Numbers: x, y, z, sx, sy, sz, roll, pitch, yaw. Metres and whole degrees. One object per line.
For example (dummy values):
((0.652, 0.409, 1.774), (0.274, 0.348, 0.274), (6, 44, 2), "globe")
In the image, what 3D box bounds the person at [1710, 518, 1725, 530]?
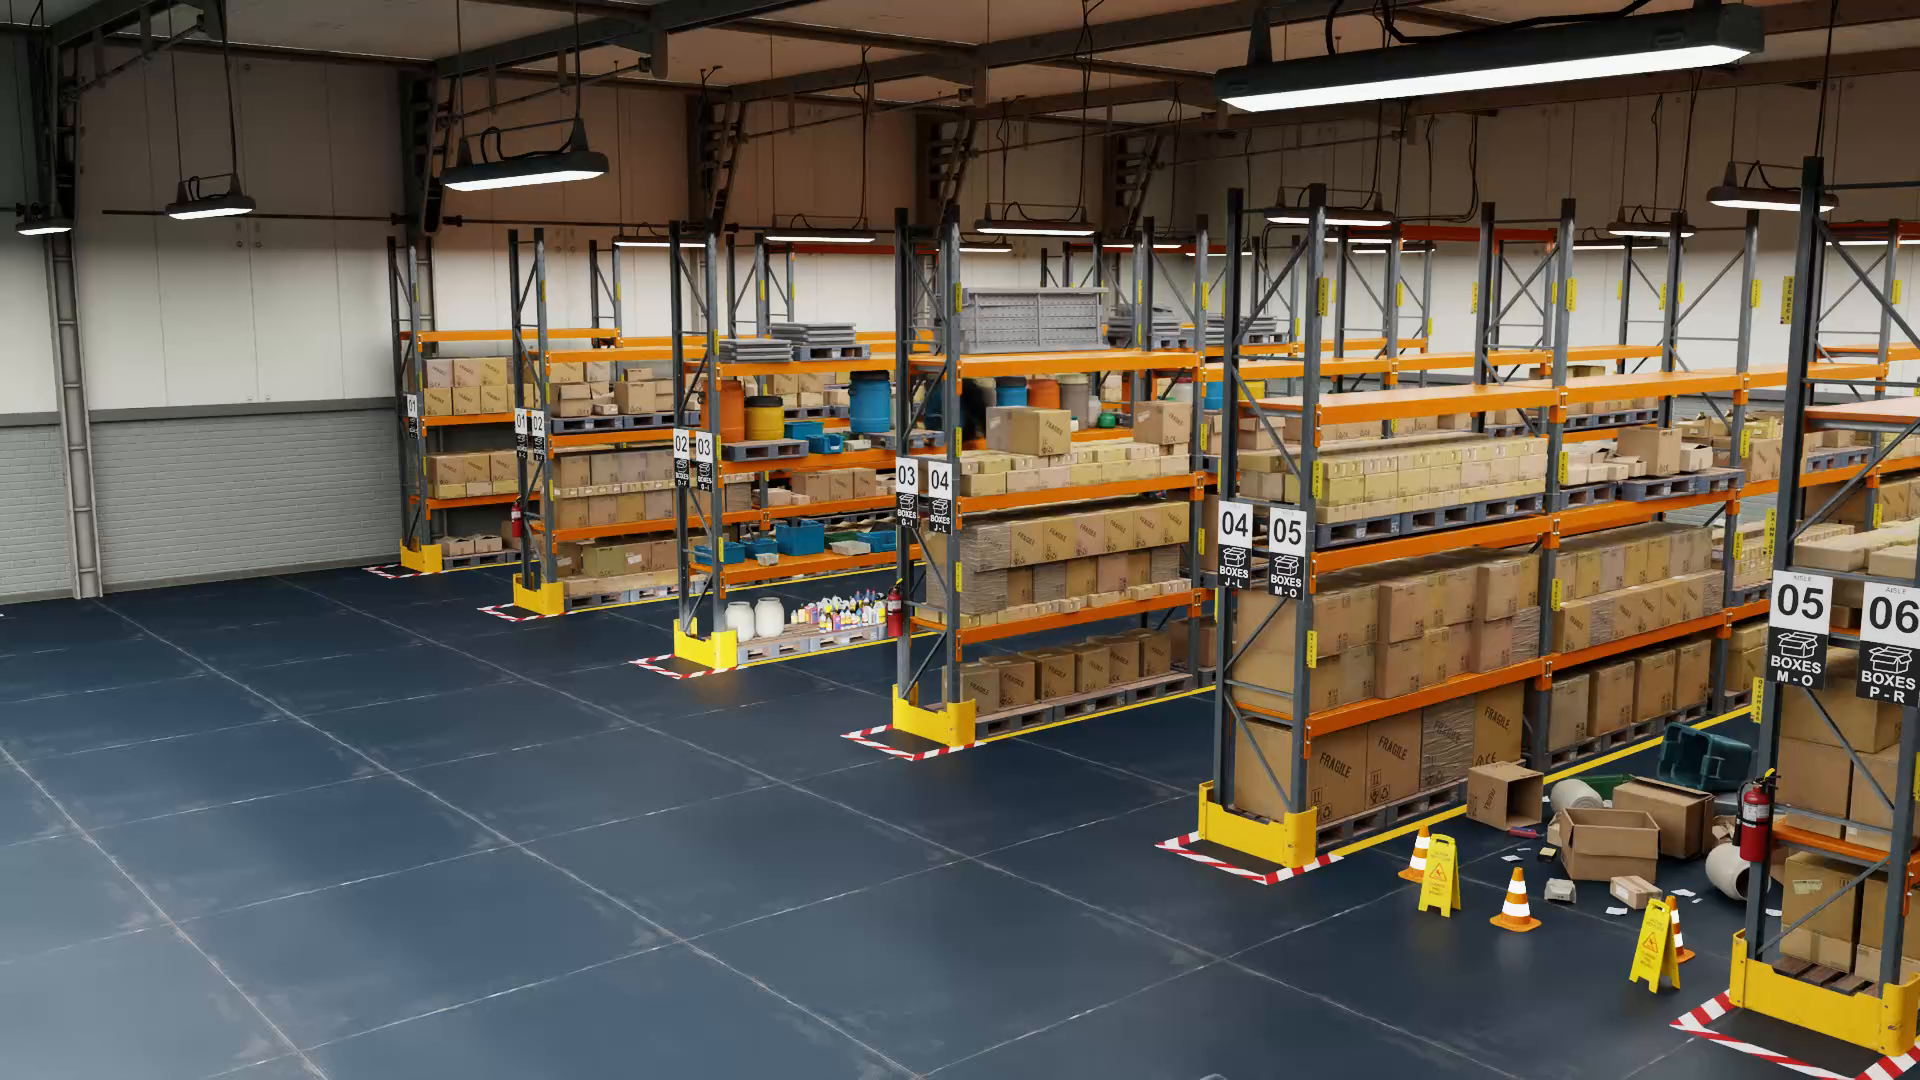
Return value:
((11.141, 0.568, 24.344), (0.891, 1.801, 0.710), (-6, 11, -34), "person")
